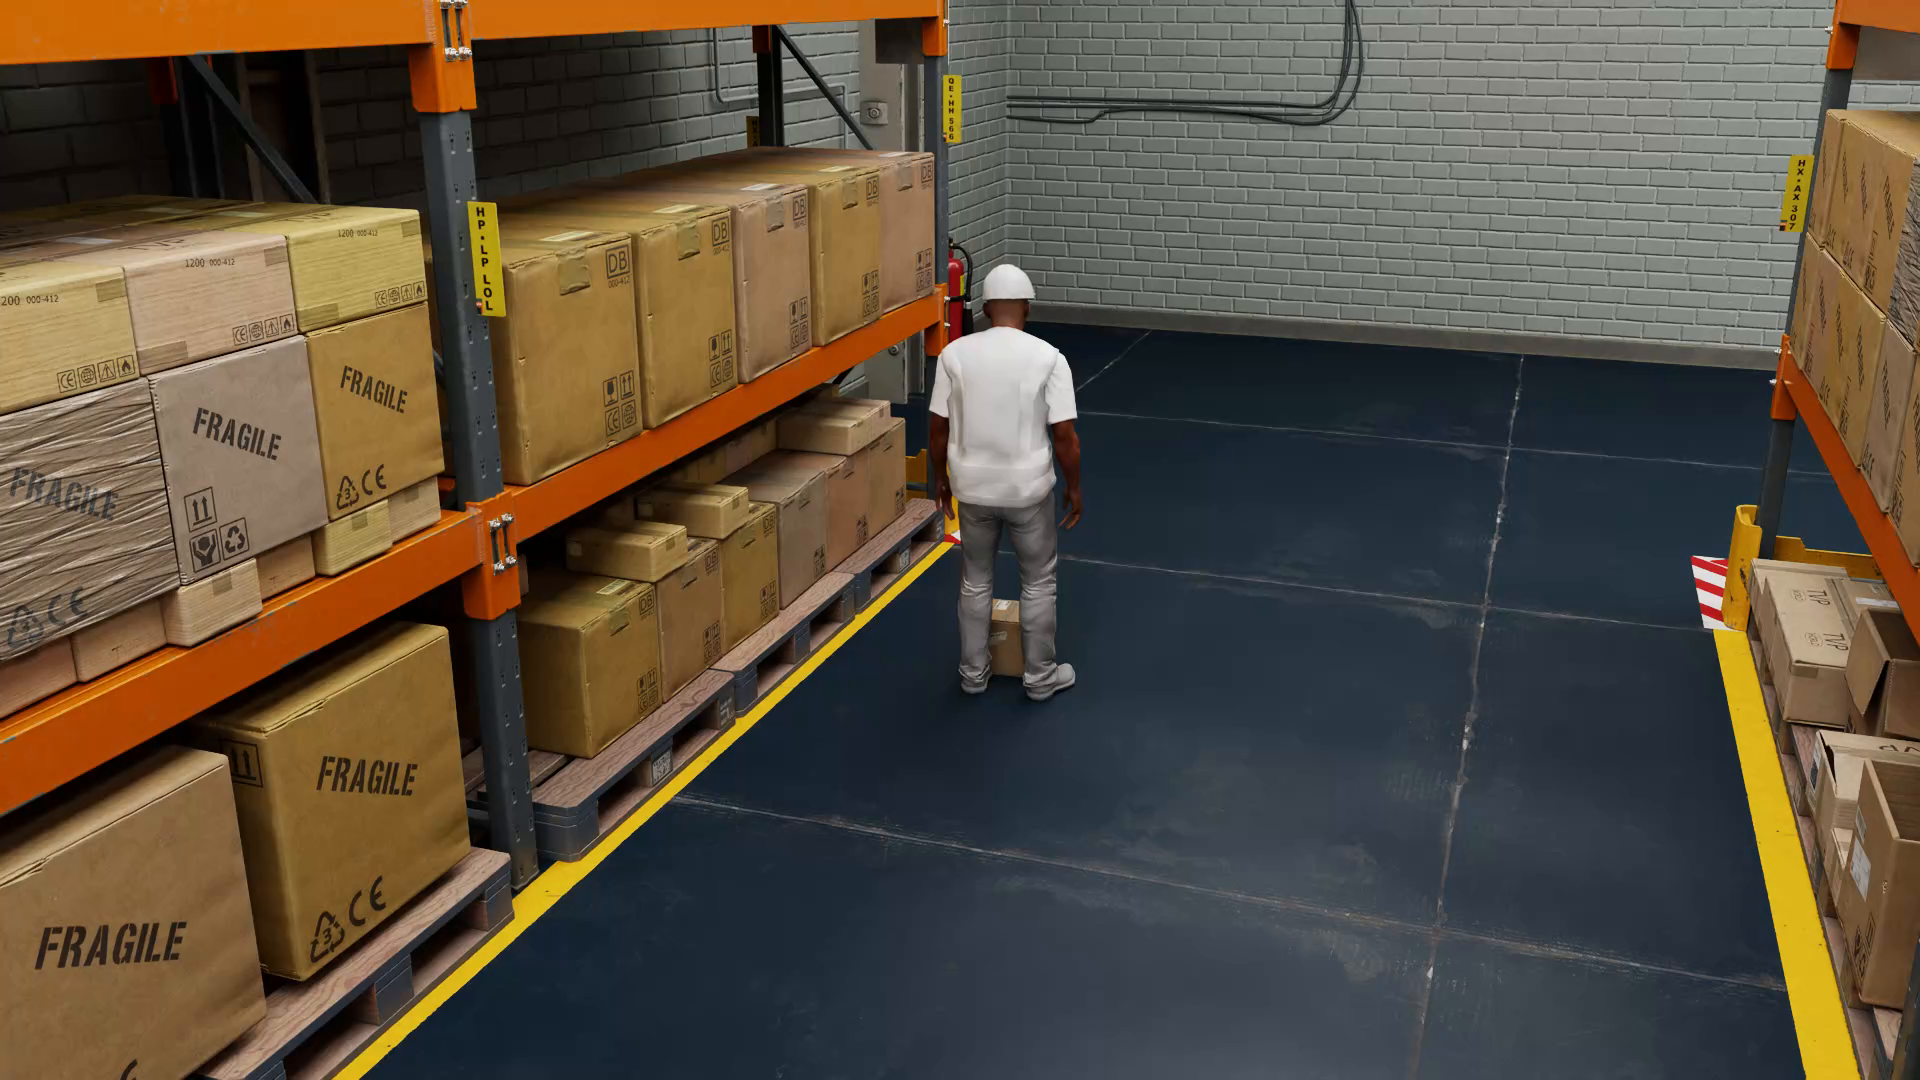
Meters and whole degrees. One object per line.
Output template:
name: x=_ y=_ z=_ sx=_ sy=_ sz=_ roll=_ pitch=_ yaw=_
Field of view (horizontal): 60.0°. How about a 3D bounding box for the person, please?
person: x=0.188 y=-0.220 z=6.689 sx=0.625 sy=1.760 sz=0.460 roll=6 pitch=19 yaw=16
